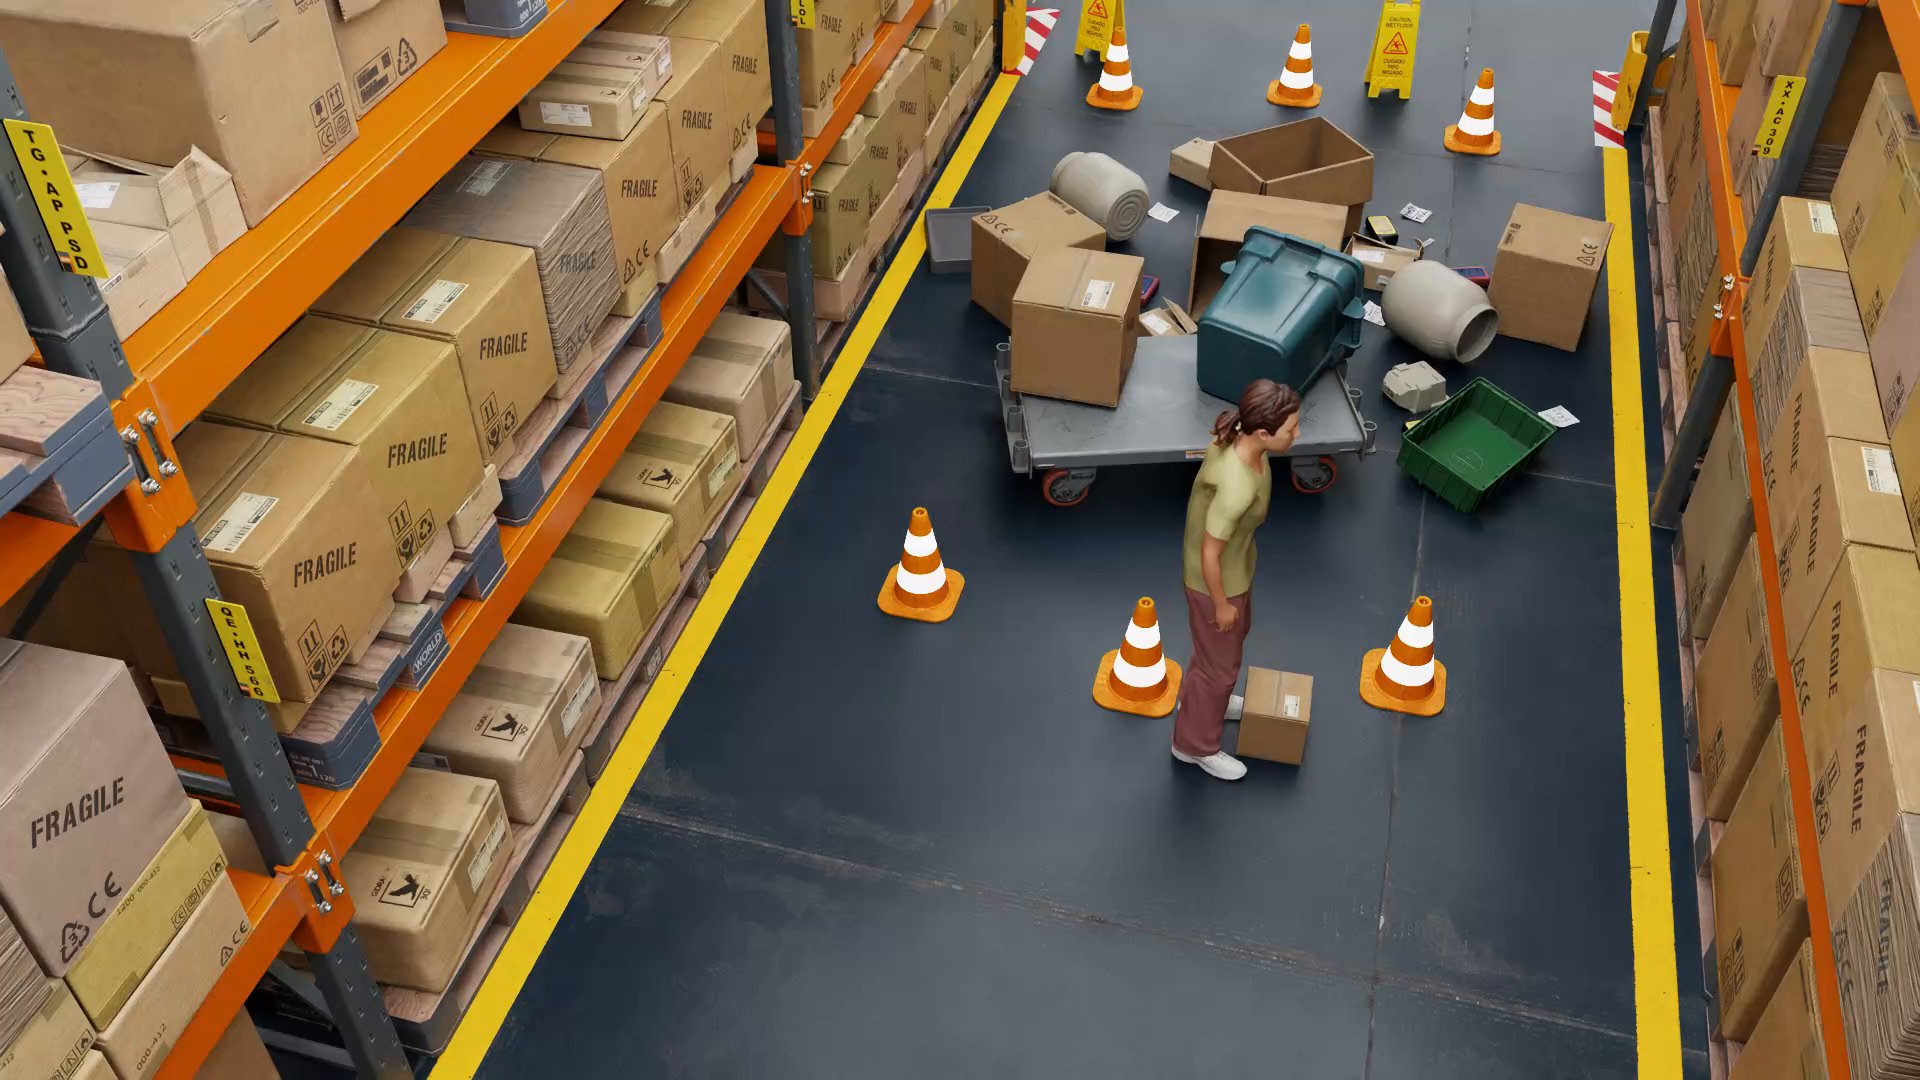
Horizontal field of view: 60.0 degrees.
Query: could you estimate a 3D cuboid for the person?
[{"bbox_3d":[0.980,0.121,6.021,0.360,1.673,0.499,10,42,12],"label":"person"}]
